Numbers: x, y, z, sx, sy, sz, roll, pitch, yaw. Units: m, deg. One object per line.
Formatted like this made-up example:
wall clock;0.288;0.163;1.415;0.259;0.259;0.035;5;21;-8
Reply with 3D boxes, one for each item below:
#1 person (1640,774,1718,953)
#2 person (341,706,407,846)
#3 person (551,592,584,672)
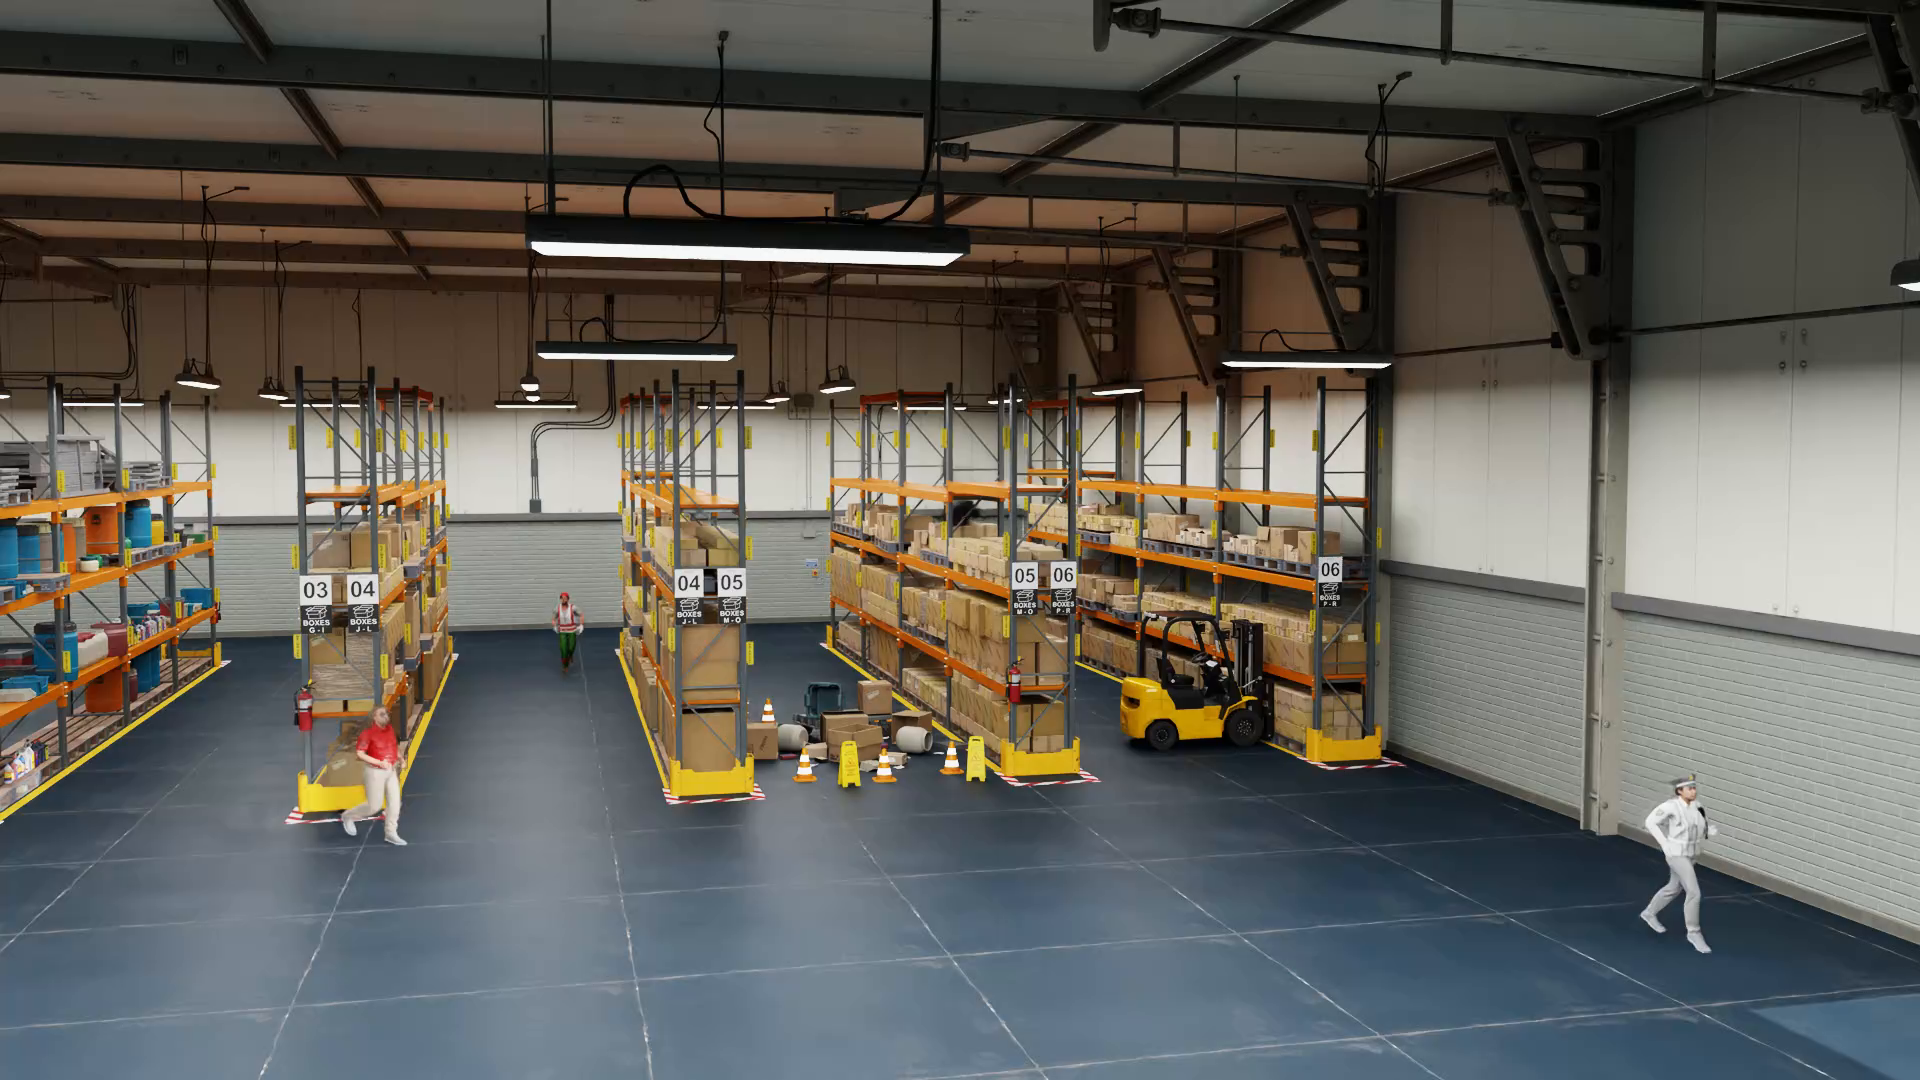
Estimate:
person;7.192;3.171;16.598;0.586;1.748;0.805;-2;4;-34
person;-7.260;2.931;20.723;0.861;1.722;0.671;2;4;24
person;-8.478;1.992;35.892;0.695;1.741;0.665;0;3;-6
